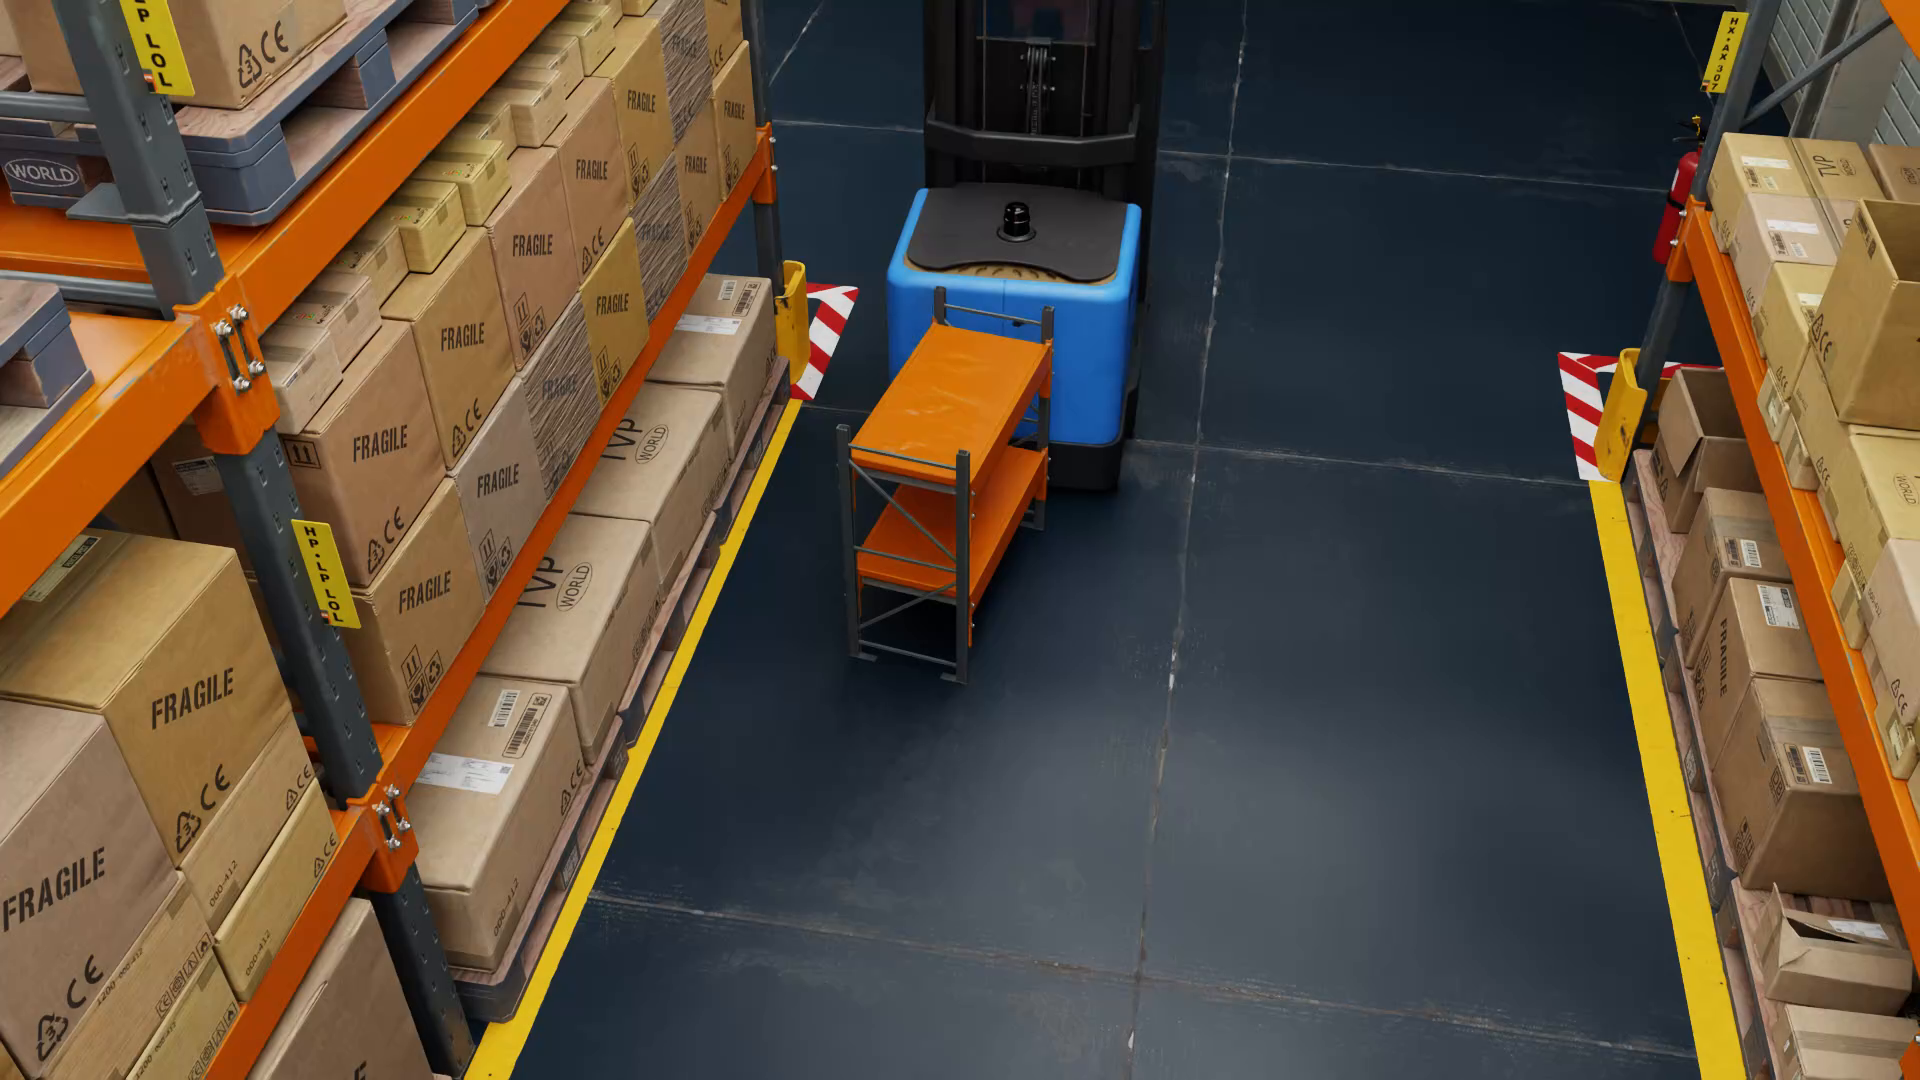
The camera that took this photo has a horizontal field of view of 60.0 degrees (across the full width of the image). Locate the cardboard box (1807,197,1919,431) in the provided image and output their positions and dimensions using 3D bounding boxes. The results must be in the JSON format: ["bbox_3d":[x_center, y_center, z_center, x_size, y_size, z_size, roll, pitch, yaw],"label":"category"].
[{"bbox_3d":[2.936,-0.669,5.001,0.500,0.500,0.500,7,40,9],"label":"cardboard box"}]

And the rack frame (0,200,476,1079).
[{"bbox_3d":[-2.043,0.446,4.357,1.000,3.000,0.127,6,40,8],"label":"rack frame"}]

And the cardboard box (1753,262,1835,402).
[{"bbox_3d":[3.024,-0.687,5.611,0.500,0.250,0.500,6,40,7],"label":"cardboard box"}]

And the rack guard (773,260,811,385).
[{"bbox_3d":[-1.346,-1.116,8.208,1.175,0.500,0.348,6,40,8],"label":"rack guard"}]

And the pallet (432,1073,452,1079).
[{"bbox_3d":[-2.102,2.013,4.650,1.003,0.211,1.213,6,40,8],"label":"pallet"}]

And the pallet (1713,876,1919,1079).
[{"bbox_3d":[2.967,1.635,5.107,1.003,0.211,1.213,6,40,8],"label":"pallet"}]

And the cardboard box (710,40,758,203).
[{"bbox_3d":[-1.173,-1.771,6.960,0.500,0.500,0.500,7,40,8],"label":"cardboard box"}]

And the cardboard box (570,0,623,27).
[{"bbox_3d":[-1.396,-1.848,5.759,0.380,0.149,0.250,6,40,7],"label":"cardboard box"}]

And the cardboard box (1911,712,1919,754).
[{"bbox_3d":[2.695,0.587,4.070,0.500,0.250,0.500,7,40,9],"label":"cardboard box"}]

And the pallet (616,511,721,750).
[{"bbox_3d":[-1.625,0.284,6.741,1.003,0.211,1.213,6,40,8],"label":"pallet"}]

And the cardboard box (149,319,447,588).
[{"bbox_3d":[-1.722,-0.250,4.336,0.500,0.500,0.500,7,40,8],"label":"cardboard box"}]

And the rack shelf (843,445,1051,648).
[{"bbox_3d":[-0.035,-0.041,6.800,0.538,0.278,1.000,13,41,15],"label":"rack shelf"}]

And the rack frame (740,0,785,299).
[{"bbox_3d":[-1.350,-2.065,7.393,1.000,3.000,0.127,6,40,8],"label":"rack frame"}]

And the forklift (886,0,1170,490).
[{"bbox_3d":[0.417,-2.292,7.722,1.130,2.935,3.031,6,40,7],"label":"forklift"}]

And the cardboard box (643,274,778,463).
[{"bbox_3d":[-1.366,-0.814,7.561,0.875,0.438,0.875,5,40,6],"label":"cardboard box"}]

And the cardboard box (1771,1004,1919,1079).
[{"bbox_3d":[2.654,1.546,4.934,0.380,0.149,0.250,5,40,6],"label":"cardboard box"}]

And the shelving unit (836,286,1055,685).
[{"bbox_3d":[-0.035,-0.229,6.644,0.538,1.125,1.048,13,41,15],"label":"shelving unit"}]

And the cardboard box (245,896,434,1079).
[{"bbox_3d":[-2.071,1.501,4.419,0.875,0.875,0.875,8,40,9],"label":"cardboard box"}]

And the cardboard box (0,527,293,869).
[{"bbox_3d":[-1.873,0.330,3.634,0.500,0.500,0.500,8,40,9],"label":"cardboard box"}]

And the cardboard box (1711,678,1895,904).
[{"bbox_3d":[2.974,0.839,5.513,0.700,0.500,0.500,5,40,6],"label":"cardboard box"}]

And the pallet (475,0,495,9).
[{"bbox_3d":[-1.677,-1.952,4.972,1.003,0.211,1.213,6,40,8],"label":"pallet"}]

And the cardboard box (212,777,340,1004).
[{"bbox_3d":[-1.872,0.813,4.031,0.500,0.250,0.500,5,40,7],"label":"cardboard box"}]

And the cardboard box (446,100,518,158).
[{"bbox_3d":[-1.561,-1.205,4.981,0.380,0.149,0.250,6,40,8],"label":"cardboard box"}]

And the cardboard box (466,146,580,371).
[{"bbox_3d":[-1.528,-0.887,5.106,0.500,0.500,0.500,7,40,9],"label":"cardboard box"}]

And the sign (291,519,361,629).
[{"bbox_3d":[-1.506,0.084,3.948,0.100,0.325,0.005,6,40,8],"label":"sign"}]

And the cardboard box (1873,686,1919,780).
[{"bbox_3d":[2.698,0.528,4.454,0.380,0.149,0.250,7,40,9],"label":"cardboard box"}]

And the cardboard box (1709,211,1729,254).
[{"bbox_3d":[3.212,-1.247,6.601,0.380,0.149,0.250,6,40,7],"label":"cardboard box"}]

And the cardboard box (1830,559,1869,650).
[{"bbox_3d":[2.787,0.203,4.848,0.380,0.149,0.250,6,40,7],"label":"cardboard box"}]

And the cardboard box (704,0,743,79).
[{"bbox_3d":[-1.199,-2.160,6.645,0.500,0.500,0.500,8,40,9],"label":"cardboard box"}]

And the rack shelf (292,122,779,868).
[{"bbox_3d":[-1.697,-0.532,6.104,1.077,0.370,4.000,6,40,8],"label":"rack shelf"}]

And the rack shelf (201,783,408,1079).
[{"bbox_3d":[-2.389,1.978,3.068,1.077,0.370,4.000,6,40,8],"label":"rack shelf"}]

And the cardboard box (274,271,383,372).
[{"bbox_3d":[-1.704,-0.560,4.201,0.380,0.149,0.250,7,40,8],"label":"cardboard box"}]

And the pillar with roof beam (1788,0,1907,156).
[{"bbox_3d":[0.653,-5.899,7.323,9.100,9.000,0.400,6,40,8],"label":"pillar with roof beam"}]

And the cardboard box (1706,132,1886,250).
[{"bbox_3d":[3.195,-1.321,6.378,0.500,0.250,0.500,7,40,8],"label":"cardboard box"}]

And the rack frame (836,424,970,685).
[{"bbox_3d":[-0.205,0.076,6.275,0.500,1.125,0.032,13,41,15],"label":"rack frame"}]

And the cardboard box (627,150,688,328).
[{"bbox_3d":[-1.354,-1.134,6.189,0.500,0.500,0.500,7,40,9],"label":"cardboard box"}]

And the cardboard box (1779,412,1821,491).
[{"bbox_3d":[2.915,-0.276,5.427,0.380,0.149,0.250,7,40,9],"label":"cardboard box"}]

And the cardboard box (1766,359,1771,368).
[{"bbox_3d":[3.058,-0.594,5.812,0.380,0.149,0.250,7,40,8],"label":"cardboard box"}]

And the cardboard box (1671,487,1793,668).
[{"bbox_3d":[3.154,0.187,6.301,0.700,0.500,0.500,8,40,9],"label":"cardboard box"}]

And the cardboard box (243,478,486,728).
[{"bbox_3d":[-1.704,0.142,4.646,0.500,0.500,0.500,8,40,9],"label":"cardboard box"}]

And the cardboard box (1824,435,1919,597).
[{"bbox_3d":[2.866,-0.040,4.829,0.500,0.250,0.500,6,40,7],"label":"cardboard box"}]

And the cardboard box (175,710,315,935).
[{"bbox_3d":[-1.879,0.614,3.878,0.500,0.250,0.500,6,40,8],"label":"cardboard box"}]

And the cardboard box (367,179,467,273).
[{"bbox_3d":[-1.598,-0.875,4.582,0.380,0.149,0.250,6,40,7],"label":"cardboard box"}]

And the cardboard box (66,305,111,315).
[{"bbox_3d":[-2.303,-0.457,4.076,0.380,0.149,0.250,6,40,7],"label":"cardboard box"}]

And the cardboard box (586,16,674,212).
[{"bbox_3d":[-1.350,-1.518,5.869,0.500,0.500,0.500,6,40,7],"label":"cardboard box"}]

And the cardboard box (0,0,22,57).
[{"bbox_3d":[-2.247,-1.295,3.806,0.396,0.266,0.258,8,40,9],"label":"cardboard box"}]

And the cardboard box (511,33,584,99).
[{"bbox_3d":[-1.446,-1.522,5.364,0.380,0.149,0.250,8,40,9],"label":"cardboard box"}]

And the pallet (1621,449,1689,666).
[{"bbox_3d":[3.389,0.103,6.960,1.003,0.211,1.213,6,40,8],"label":"pallet"}]

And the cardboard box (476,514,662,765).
[{"bbox_3d":[-1.674,0.327,6.181,0.875,0.438,0.875,5,40,6],"label":"cardboard box"}]

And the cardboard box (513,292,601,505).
[{"bbox_3d":[-1.520,-0.485,5.404,0.500,0.500,0.500,7,40,8],"label":"cardboard box"}]

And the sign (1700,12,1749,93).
[{"bbox_3d":[3.005,-1.913,6.530,0.100,0.325,0.005,6,40,8],"label":"sign"}]
